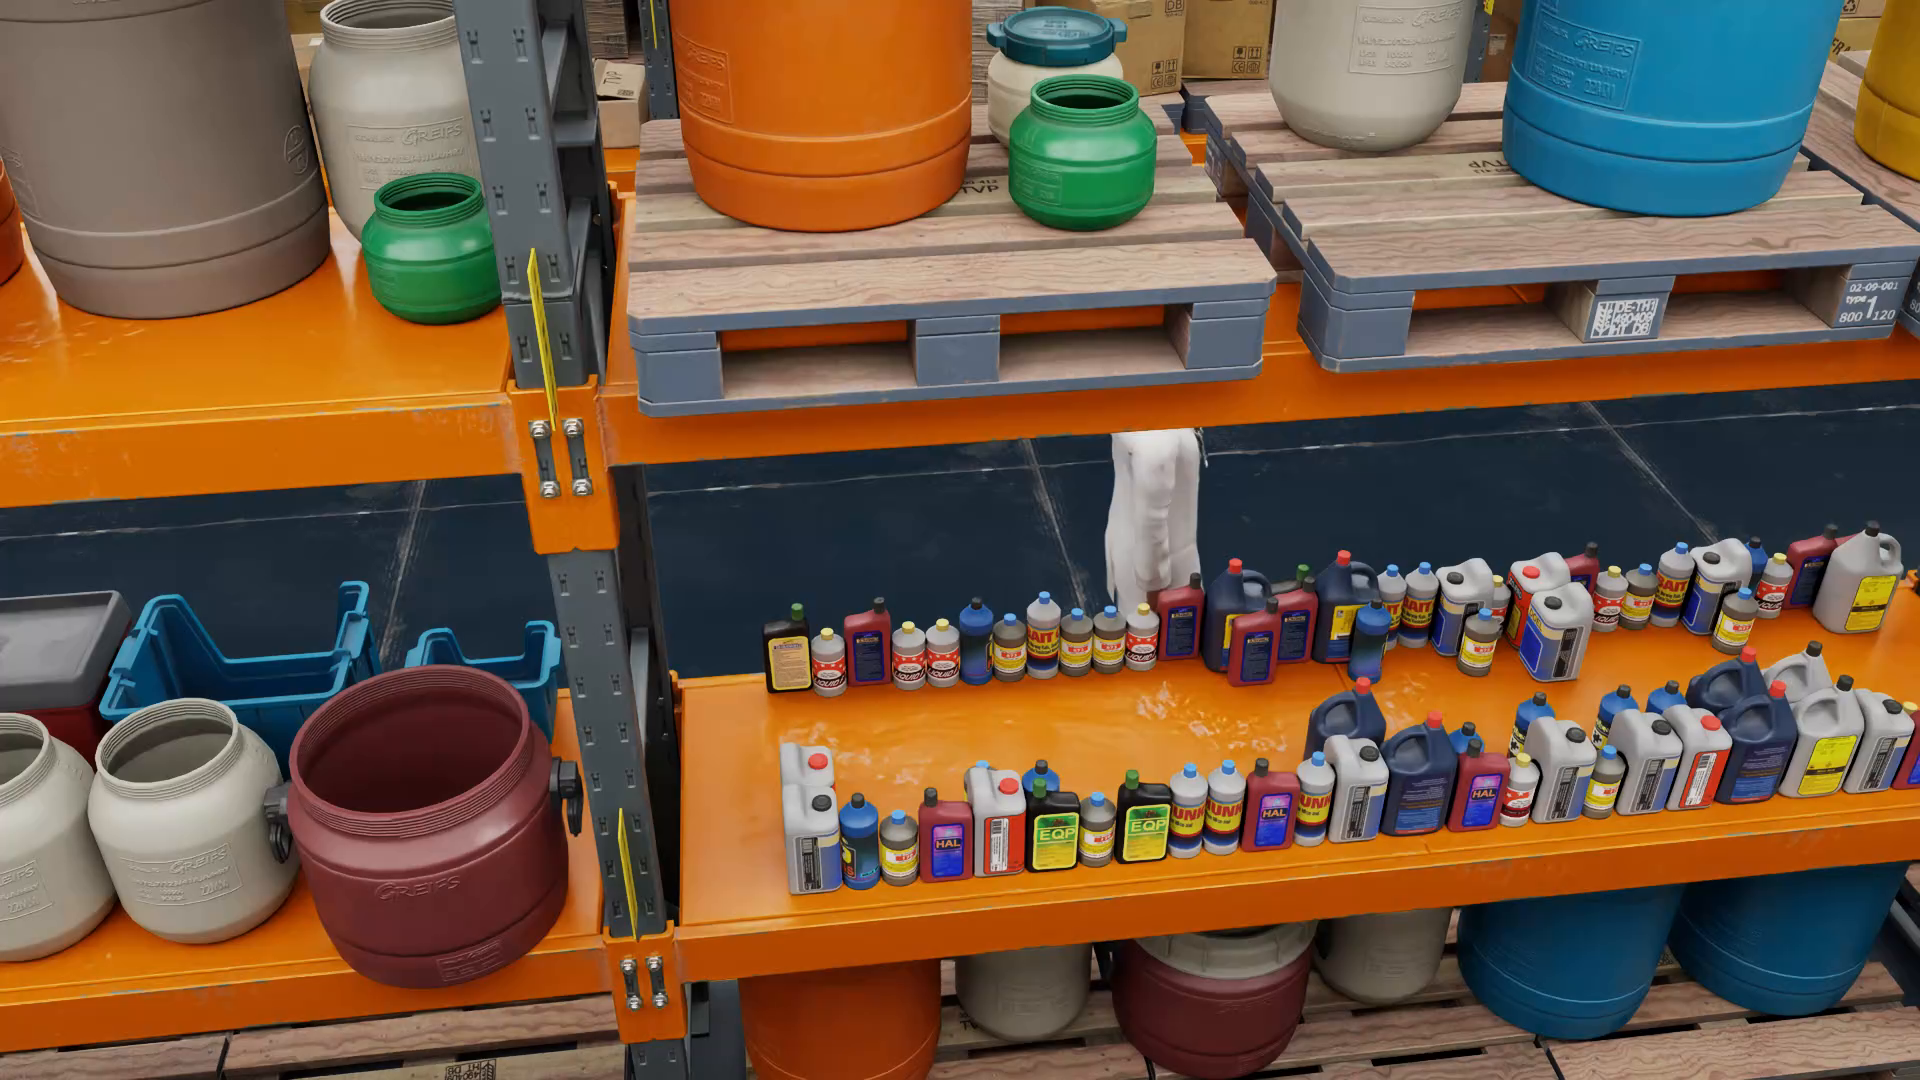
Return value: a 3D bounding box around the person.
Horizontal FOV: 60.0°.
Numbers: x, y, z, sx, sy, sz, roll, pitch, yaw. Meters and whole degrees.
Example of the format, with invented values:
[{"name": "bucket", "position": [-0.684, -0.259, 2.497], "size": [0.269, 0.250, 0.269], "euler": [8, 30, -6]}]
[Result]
[{"name": "person", "position": [0.766, 0.054, 6.082], "size": [0.461, 1.820, 0.603], "euler": [-5, 35, -7]}]
